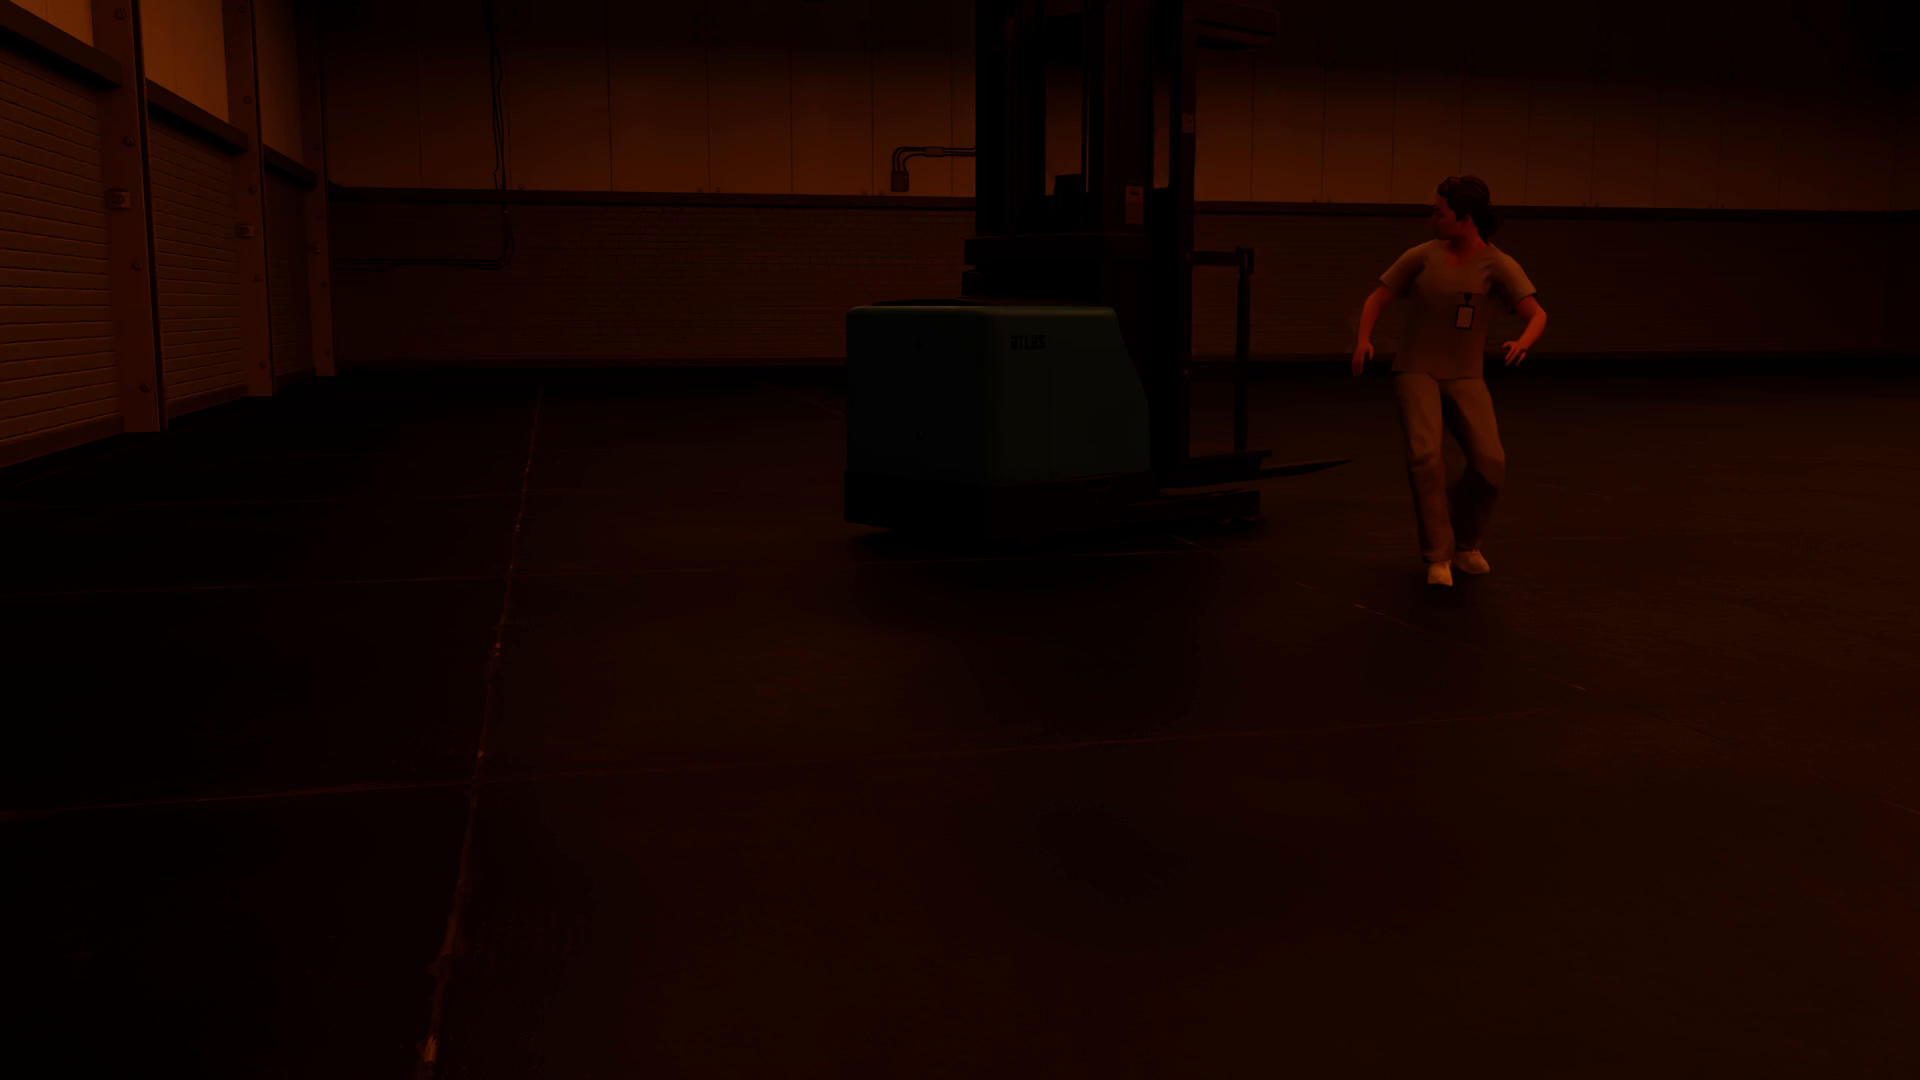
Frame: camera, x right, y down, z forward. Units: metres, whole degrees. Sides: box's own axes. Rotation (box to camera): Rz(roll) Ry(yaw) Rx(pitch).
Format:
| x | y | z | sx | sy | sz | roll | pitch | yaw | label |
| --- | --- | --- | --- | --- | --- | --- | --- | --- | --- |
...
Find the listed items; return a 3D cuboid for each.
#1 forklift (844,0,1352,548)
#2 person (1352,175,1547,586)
| x | y | z | sx | sy | sz | roll | pitch | yaw | label |
| --- | --- | --- | --- | --- | --- | --- | --- | --- | --- |
| 0.868 | -1.567 | 8.326 | 3.031 | 2.935 | 1.130 | -8 | 11 | -43 | forklift |
| 1.889 | -0.618 | 6.468 | 0.718 | 1.570 | 0.698 | 2 | 8 | 12 | person |
